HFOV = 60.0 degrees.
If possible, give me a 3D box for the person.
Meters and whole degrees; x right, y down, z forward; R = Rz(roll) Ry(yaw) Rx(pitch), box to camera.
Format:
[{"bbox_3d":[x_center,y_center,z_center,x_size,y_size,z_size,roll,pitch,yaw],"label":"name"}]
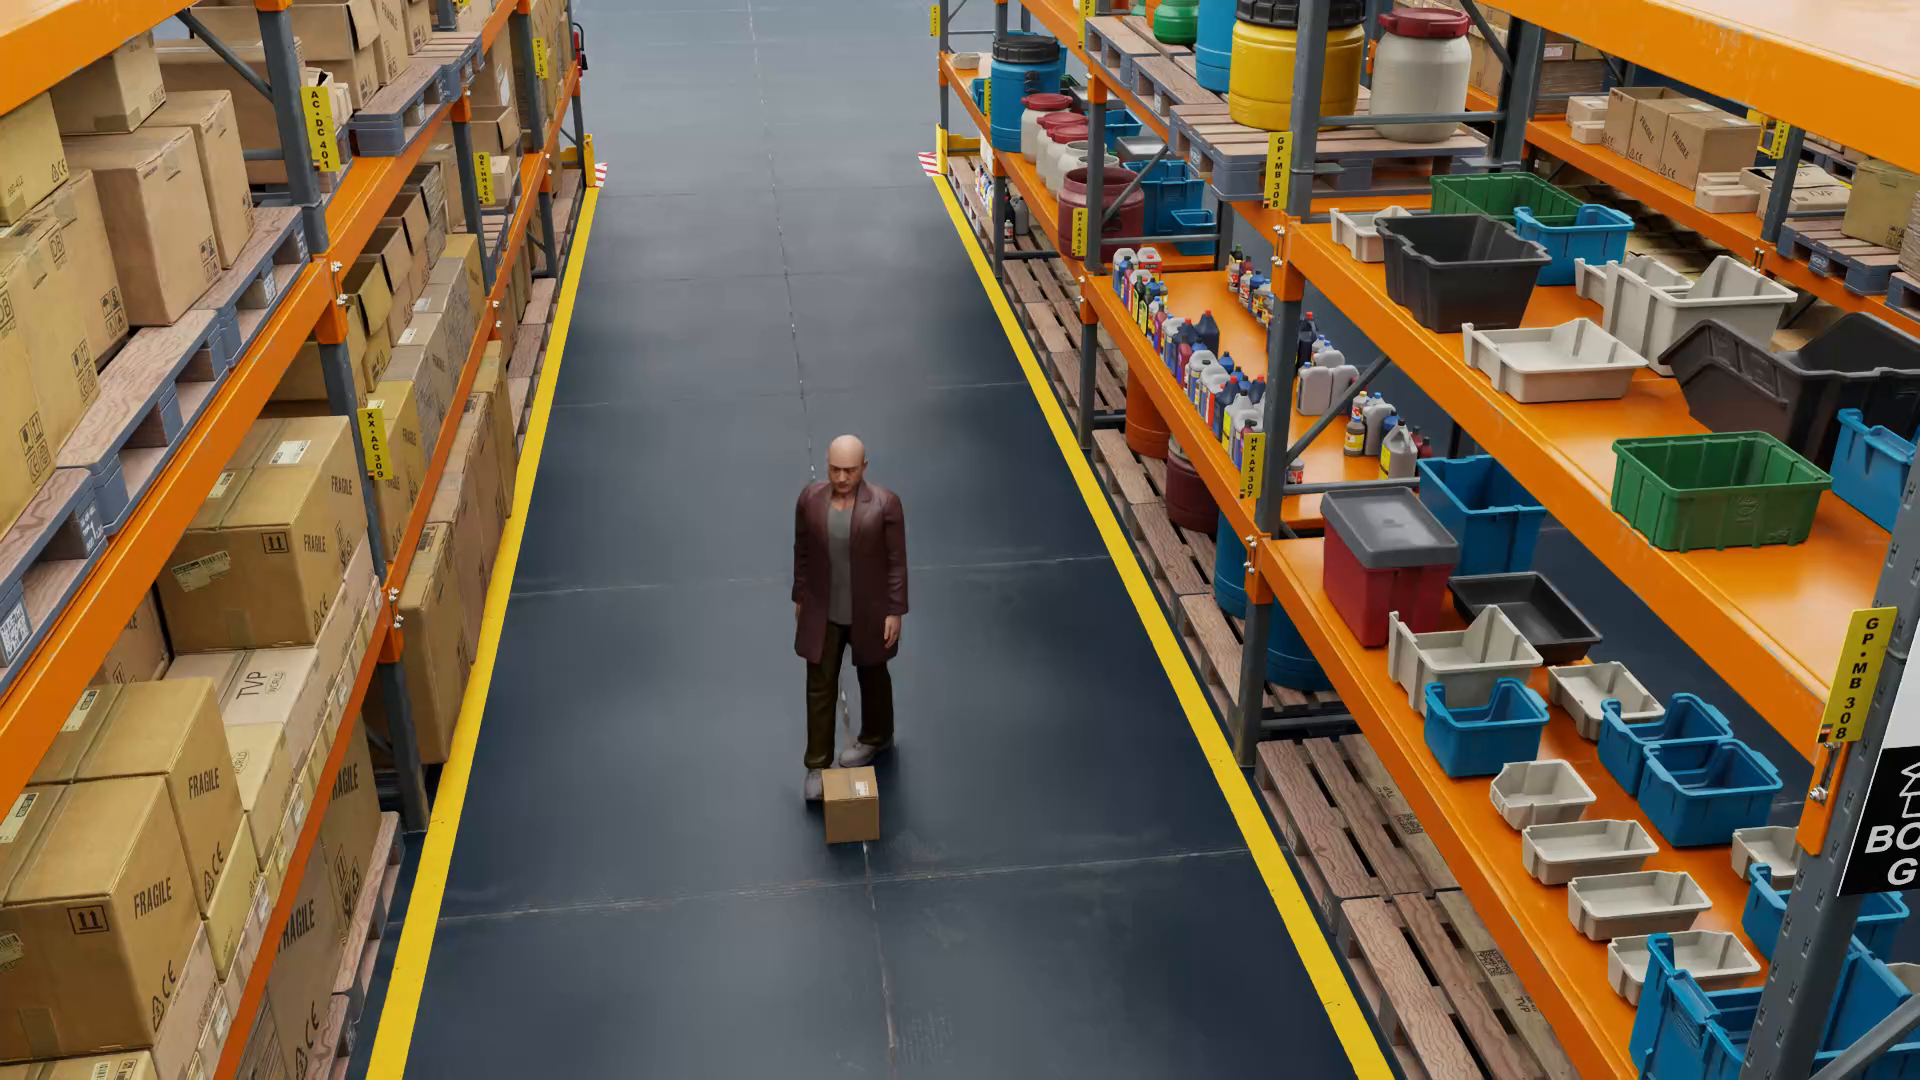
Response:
[{"bbox_3d":[-0.538,0.141,7.849,0.590,0.930,0.424,5,27,10],"label":"person"}]
